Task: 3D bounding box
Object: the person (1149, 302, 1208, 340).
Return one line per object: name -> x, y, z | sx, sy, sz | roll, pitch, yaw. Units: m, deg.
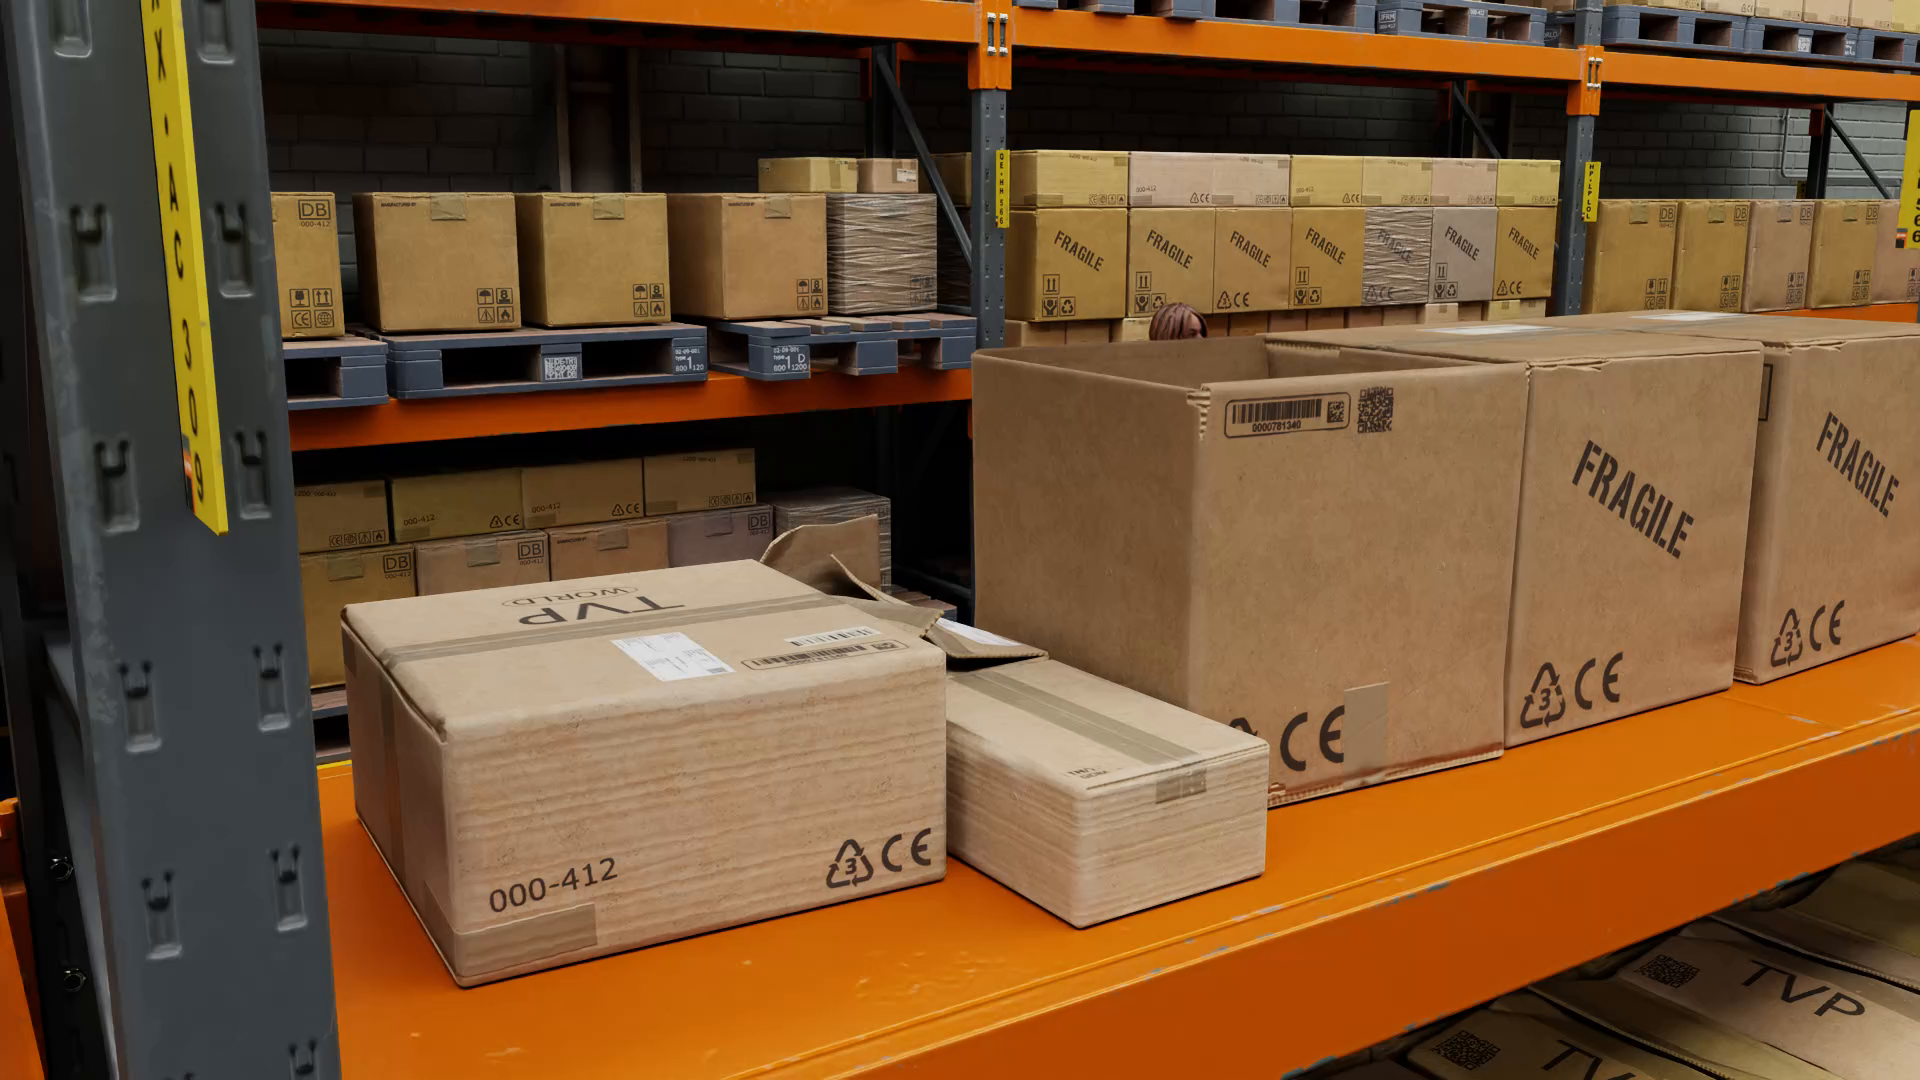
person -> 0.841, -0.102, 6.366 | 0.415, 1.610, 0.312 | -9, 15, -38
